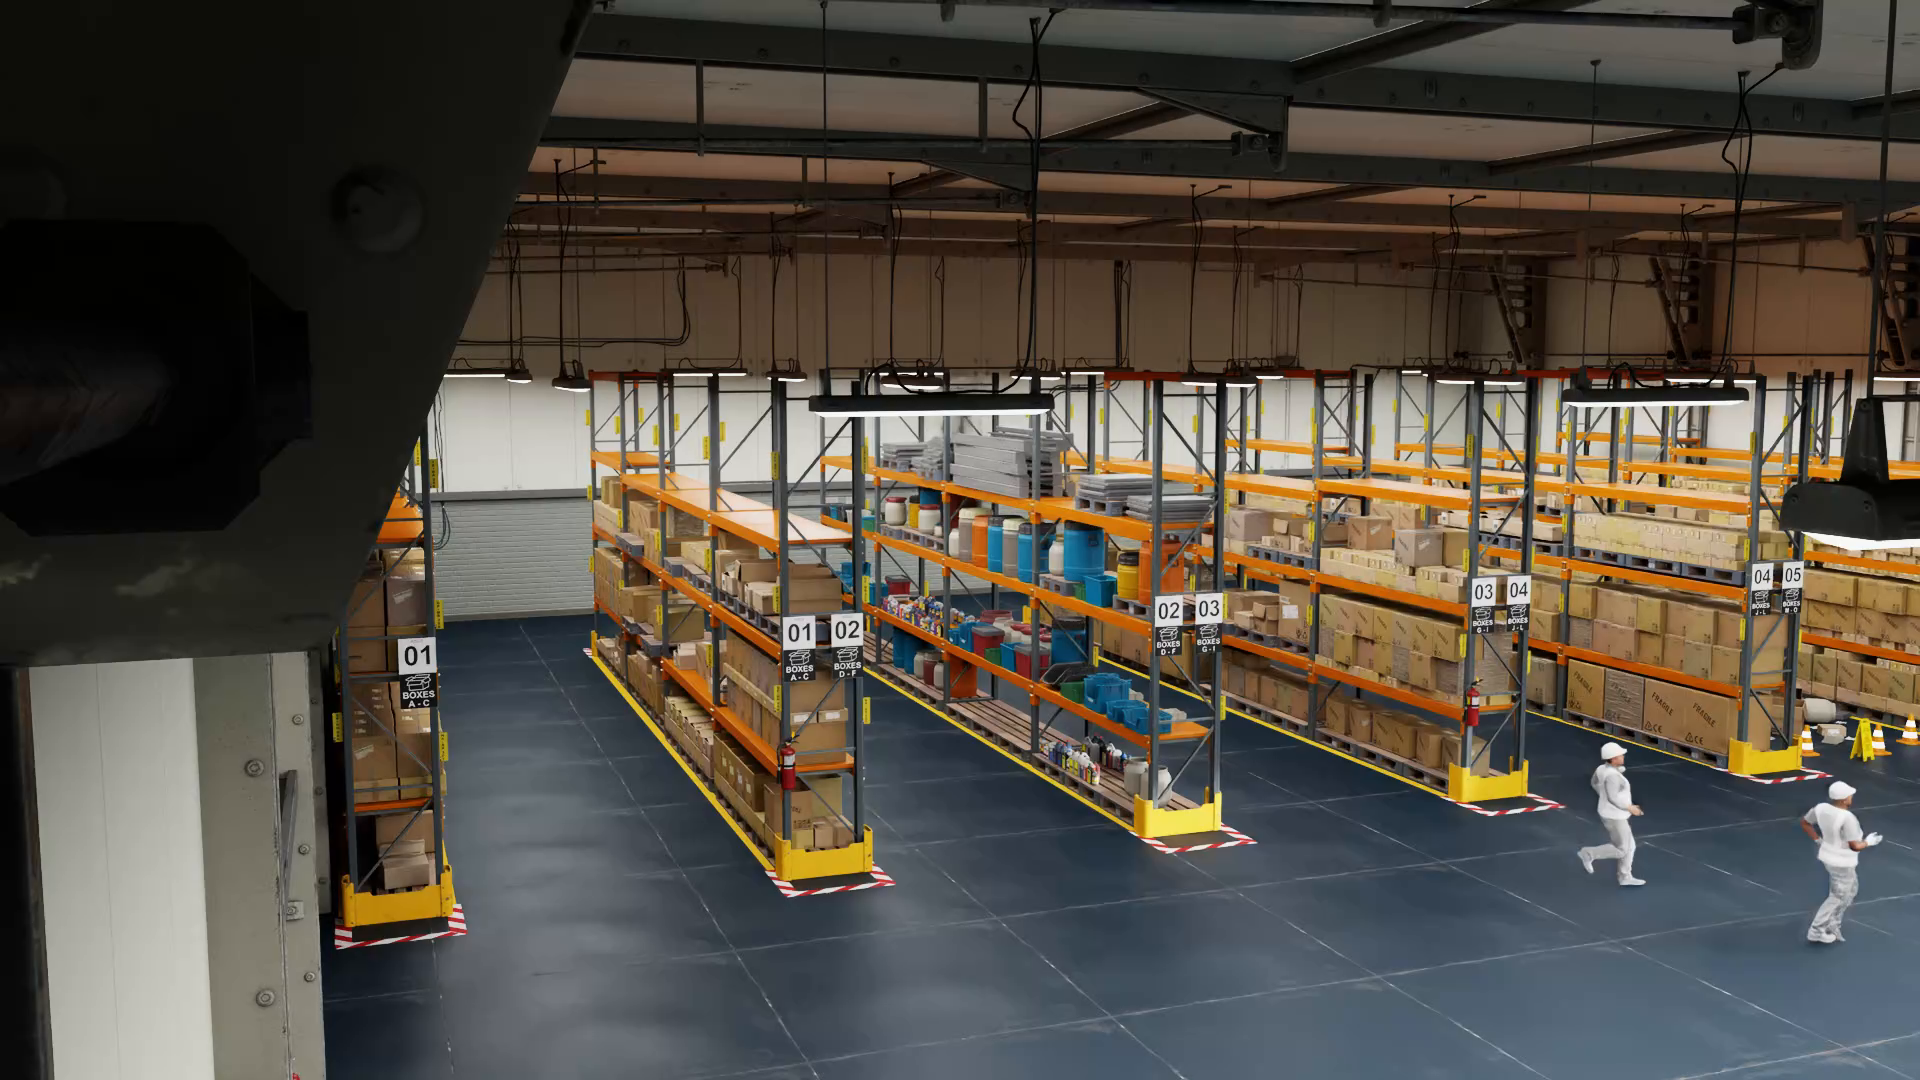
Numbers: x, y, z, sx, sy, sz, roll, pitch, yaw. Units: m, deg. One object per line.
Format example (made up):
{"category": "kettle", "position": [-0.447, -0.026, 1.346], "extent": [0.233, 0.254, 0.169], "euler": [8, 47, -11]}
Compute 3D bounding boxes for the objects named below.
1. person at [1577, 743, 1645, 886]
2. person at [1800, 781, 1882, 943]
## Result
{"category": "person", "position": [7.787, 3.270, 19.849], "extent": [0.808, 1.737, 0.676], "euler": [1, 6, 9]}
{"category": "person", "position": [9.444, 3.469, 17.803], "extent": [0.685, 1.807, 0.659], "euler": [0, 6, 1]}
